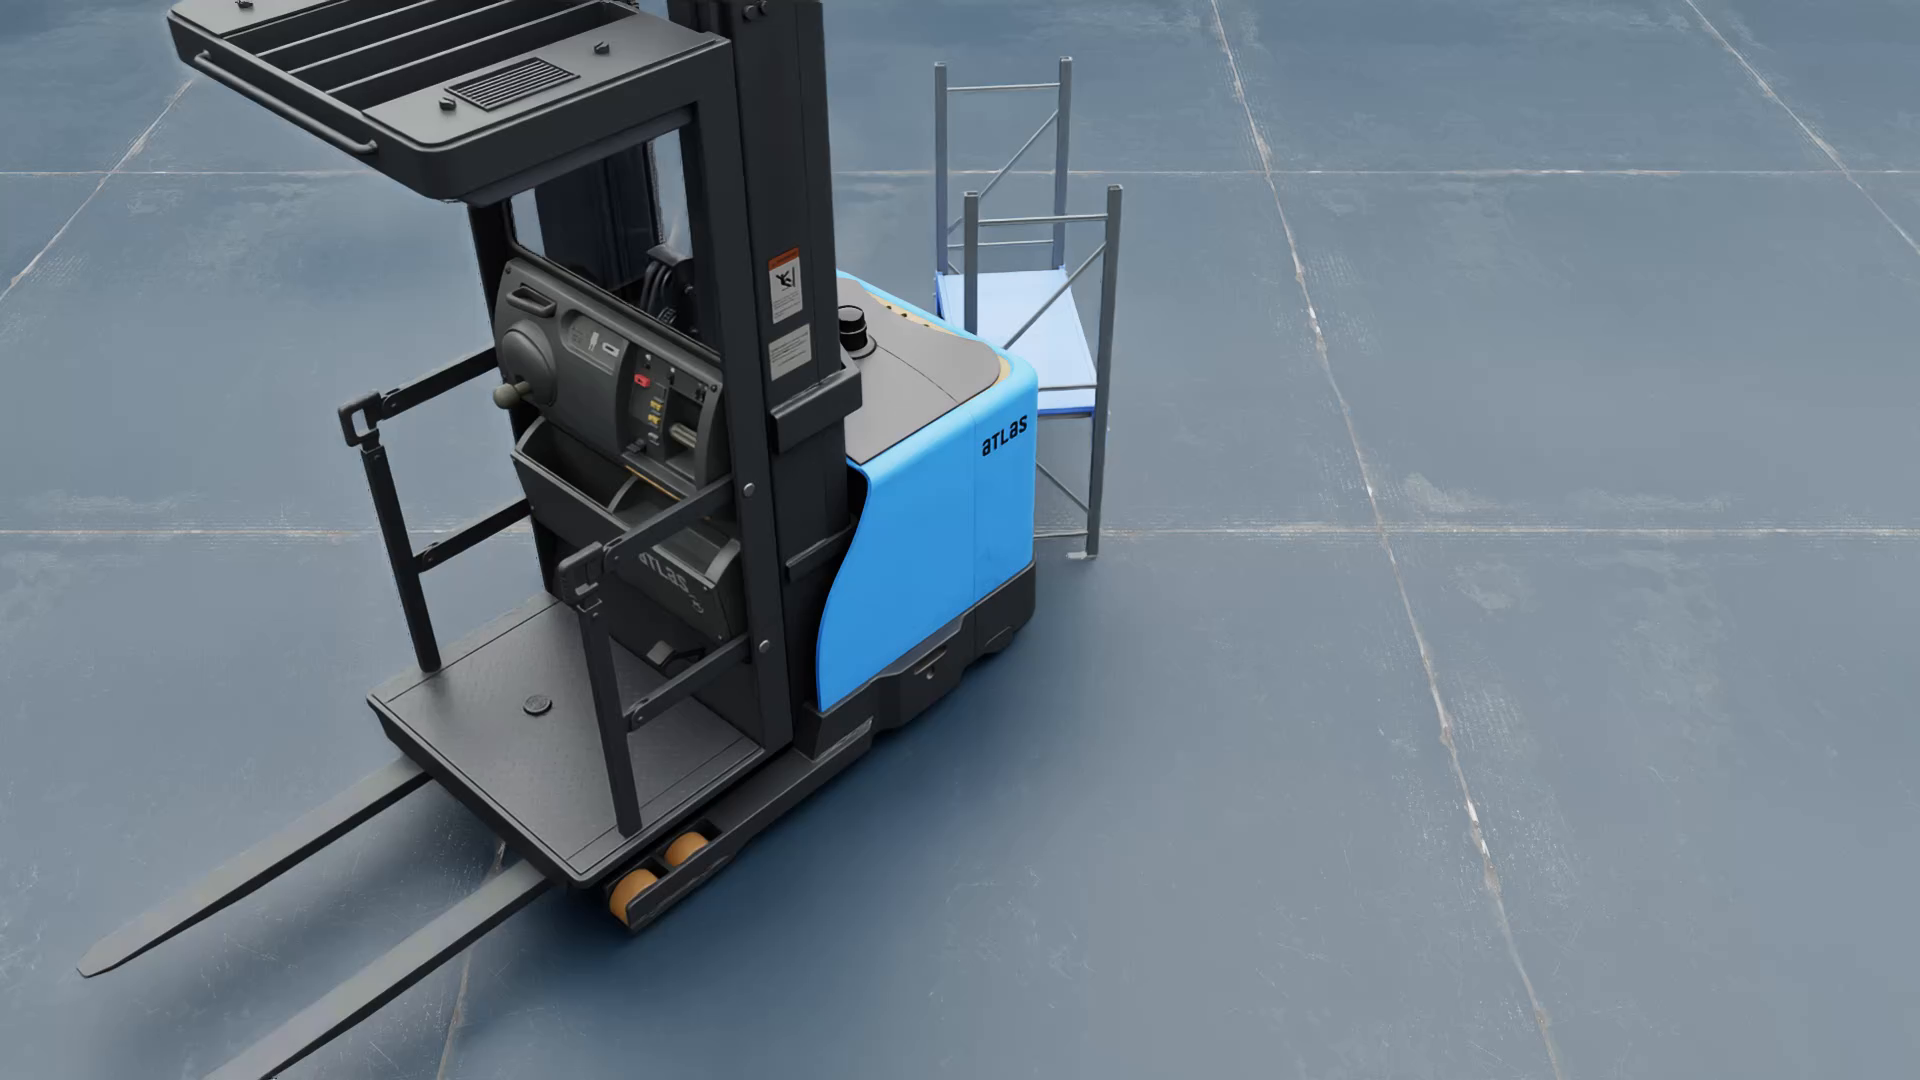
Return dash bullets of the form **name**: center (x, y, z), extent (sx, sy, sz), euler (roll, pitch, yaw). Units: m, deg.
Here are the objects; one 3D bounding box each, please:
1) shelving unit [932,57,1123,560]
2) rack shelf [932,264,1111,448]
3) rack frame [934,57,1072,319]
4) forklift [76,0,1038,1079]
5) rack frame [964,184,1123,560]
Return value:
- **shelving unit**: center (0.210, -0.829, 6.086), extent (0.538, 1.500, 1.048), euler (-4, 39, -5)
- **rack shelf**: center (0.210, -0.689, 6.198), extent (0.538, 0.185, 1.000), euler (-4, 39, -5)
- **rack frame**: center (0.157, -1.146, 6.480), extent (0.500, 1.500, 0.032), euler (-4, 39, -5)
- **forklift**: center (-1.106, -0.380, 4.381), extent (1.130, 2.935, 3.031), euler (30, 47, 32)
- **rack frame**: center (0.262, -0.513, 5.691), extent (0.500, 1.500, 0.032), euler (-4, 39, -5)
